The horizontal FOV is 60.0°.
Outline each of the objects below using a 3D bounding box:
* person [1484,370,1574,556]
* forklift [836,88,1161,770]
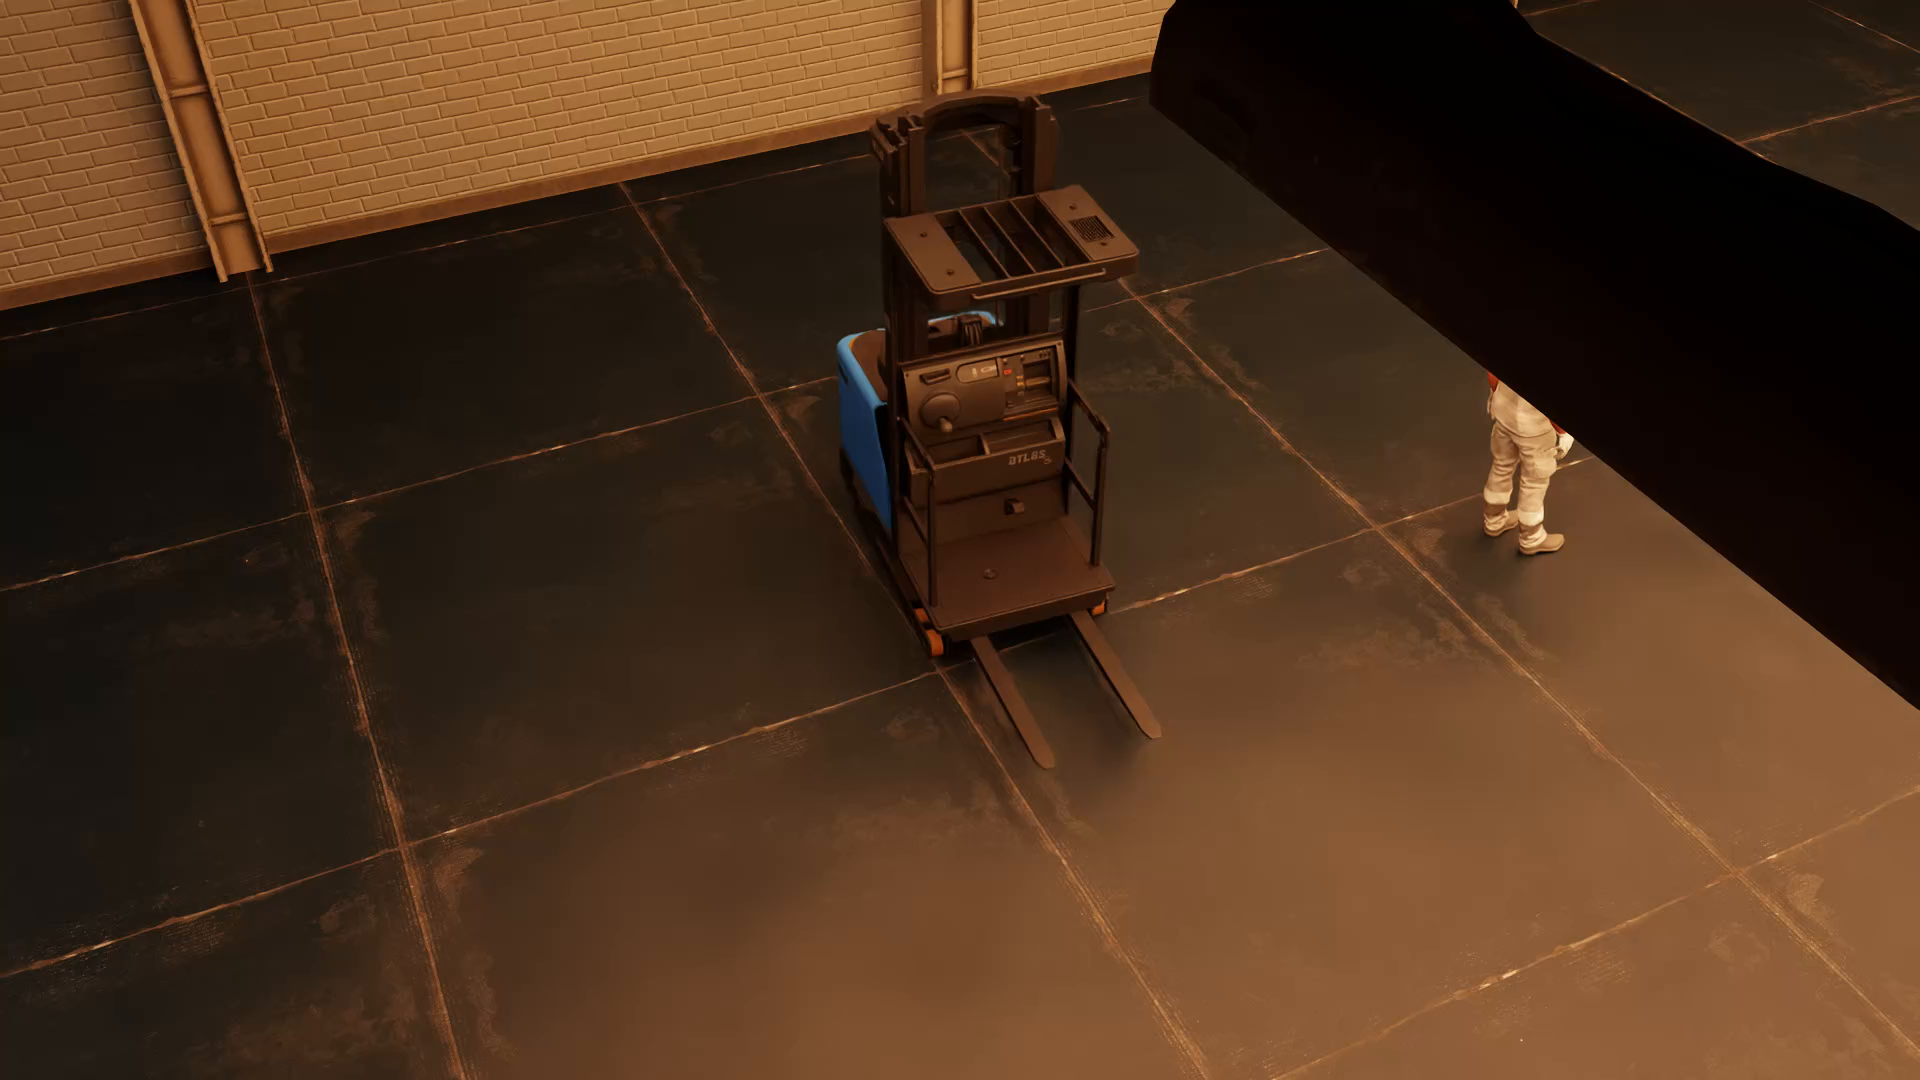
[{"bbox_3d":[3.380,-0.728,9.774,0.536,1.792,0.635,-18,43,-20],"label":"person"},{"bbox_3d":[0.218,-0.760,8.926,1.130,2.935,3.031,-13,42,-16],"label":"forklift"}]
